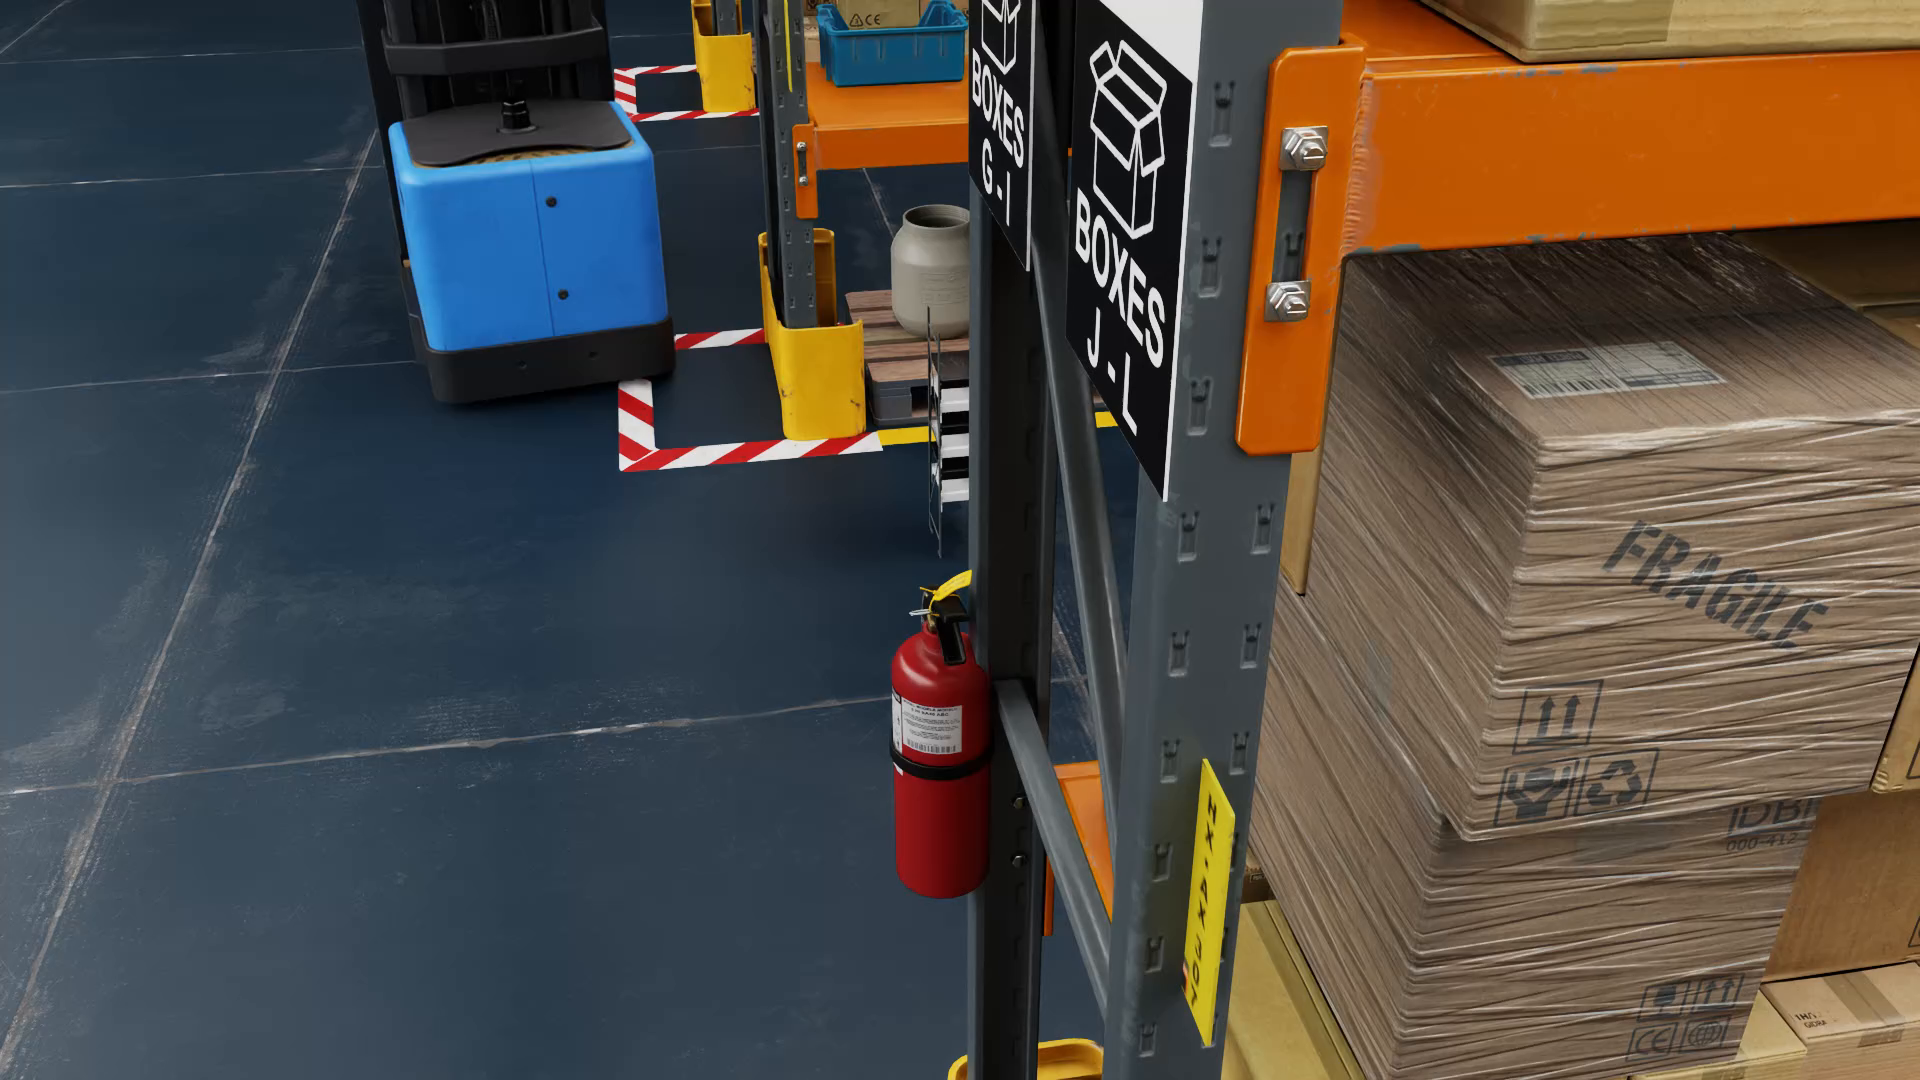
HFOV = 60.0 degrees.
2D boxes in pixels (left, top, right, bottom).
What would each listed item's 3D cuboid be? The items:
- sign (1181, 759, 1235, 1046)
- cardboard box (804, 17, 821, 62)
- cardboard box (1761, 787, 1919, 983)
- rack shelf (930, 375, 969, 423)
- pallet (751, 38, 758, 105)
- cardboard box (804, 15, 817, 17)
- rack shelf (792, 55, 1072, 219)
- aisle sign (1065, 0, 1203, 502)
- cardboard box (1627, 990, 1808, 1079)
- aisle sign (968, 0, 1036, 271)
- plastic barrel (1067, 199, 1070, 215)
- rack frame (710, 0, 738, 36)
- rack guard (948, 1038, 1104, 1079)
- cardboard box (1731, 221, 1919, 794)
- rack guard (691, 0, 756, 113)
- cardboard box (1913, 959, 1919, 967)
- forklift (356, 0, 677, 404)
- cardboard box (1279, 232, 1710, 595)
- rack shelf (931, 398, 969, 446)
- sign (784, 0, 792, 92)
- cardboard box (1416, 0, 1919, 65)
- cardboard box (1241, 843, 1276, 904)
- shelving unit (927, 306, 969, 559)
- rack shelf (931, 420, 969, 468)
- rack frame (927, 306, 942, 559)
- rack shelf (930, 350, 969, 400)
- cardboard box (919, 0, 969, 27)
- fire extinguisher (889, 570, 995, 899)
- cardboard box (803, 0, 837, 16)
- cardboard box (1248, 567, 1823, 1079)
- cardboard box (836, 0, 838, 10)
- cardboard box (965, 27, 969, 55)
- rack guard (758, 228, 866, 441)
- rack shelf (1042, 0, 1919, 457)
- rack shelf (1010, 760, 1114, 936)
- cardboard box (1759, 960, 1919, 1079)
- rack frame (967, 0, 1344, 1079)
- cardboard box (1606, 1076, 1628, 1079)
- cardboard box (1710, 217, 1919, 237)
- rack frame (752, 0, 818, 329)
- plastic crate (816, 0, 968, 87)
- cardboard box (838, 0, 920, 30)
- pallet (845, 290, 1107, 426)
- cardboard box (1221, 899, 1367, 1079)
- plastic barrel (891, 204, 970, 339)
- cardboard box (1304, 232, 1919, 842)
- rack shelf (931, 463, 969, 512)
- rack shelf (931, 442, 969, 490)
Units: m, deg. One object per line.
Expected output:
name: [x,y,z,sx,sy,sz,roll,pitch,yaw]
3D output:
sign: [0.262,0.389,1.775,0.005,0.325,0.100,-5,31,-9]
cardboard box: [-1.049,-3.381,11.340,0.500,0.250,0.500,-5,31,-9]
cardboard box: [1.180,0.178,2.595,0.500,0.500,0.875,-5,31,-9]
rack shelf: [0.008,-0.515,5.949,0.200,0.077,0.258,-5,31,-9]
pallet: [-0.872,-3.336,11.716,1.213,0.211,1.003,-5,31,-9]
cardboard box: [-1.142,-3.640,11.779,0.500,0.250,0.500,-5,31,-9]
rack shelf: [1.239,-1.850,7.147,4.000,0.370,1.077,-5,31,-9]
aisle sign: [0.157,-0.474,1.531,0.004,0.787,0.394,-5,31,-9]
cardboard box: [0.986,0.664,2.409,0.250,0.149,0.380,-5,31,-9]
aisle sign: [0.049,-0.773,2.040,0.004,0.787,0.394,-5,31,-9]
plastic barrel: [0.399,-1.230,7.423,0.421,0.512,0.421,0,30,0]
rack frame: [-1.616,-4.448,10.855,0.127,3.000,1.000,-5,31,-9]
rack guard: [0.239,1.562,3.100,0.348,0.500,1.175,-5,31,-9]
cardboard box: [1.247,-0.067,2.026,0.500,0.500,0.500,-5,31,-9]
rack guard: [-1.640,-3.368,11.485,0.348,0.500,1.175,-5,31,-9]
cardboard box: [1.475,0.612,2.498,0.250,0.149,0.380,-5,31,-9]
forklift: [-2.255,-2.578,7.742,1.130,2.935,3.031,-11,32,-17]
cardboard box: [0.661,-0.284,2.395,0.500,0.500,0.500,-5,31,-9]
rack shelf: [0.008,-0.437,5.994,0.200,0.077,0.258,-5,31,-9]
sign: [-0.633,-1.822,6.117,0.005,0.325,0.100,-5,31,-9]
cardboard box: [0.685,-0.652,1.588,0.500,0.250,0.500,-4,31,-7]
cardboard box: [0.407,0.471,2.737,0.250,0.149,0.380,-5,31,-9]
shelving unit: [0.008,-0.389,6.023,0.210,0.900,0.258,-5,31,-9]
rack shelf: [0.008,-0.360,6.040,0.200,0.077,0.258,-5,31,-9]
rack frame: [-0.092,-0.379,6.007,0.006,0.900,0.240,-5,31,-9]
rack shelf: [0.008,-0.593,5.903,0.200,0.077,0.258,-5,31,-9]
cardboard box: [-0.068,-3.803,11.318,0.500,0.500,0.500,-5,31,-9]
fire extinguisher: [-0.031,0.306,2.847,0.183,0.674,0.296,-5,31,-9]
cardboard box: [-1.142,-3.964,11.591,0.500,0.500,0.500,-5,31,-9]
cardboard box: [0.710,0.284,2.416,0.500,0.500,0.875,-5,31,-9]
cardboard box: [-0.652,-3.691,11.867,0.500,0.250,0.500,-5,31,-9]
cardboard box: [-0.066,-3.474,11.498,0.500,0.250,0.500,-5,31,-9]
rack guard: [-0.662,-0.931,7.339,0.348,0.500,1.175,-5,31,-9]
rack shelf: [2.132,-0.674,2.187,4.000,0.370,1.077,-5,31,-9]
rack shelf: [2.132,0.619,2.947,4.000,0.370,1.077,-5,31,-9]
cardboard box: [1.228,0.631,2.465,0.250,0.149,0.380,-5,31,-9]
rack frame: [0.165,0.493,2.452,0.053,2.616,0.949,-5,31,-9]
cardboard box: [0.737,0.680,2.383,0.250,0.149,0.380,-5,31,-9]
cardboard box: [1.152,-0.333,2.478,0.500,0.500,0.500,-5,31,-9]
rack frame: [-0.728,-1.978,6.654,0.127,3.000,1.000,-5,31,-9]
plastic crate: [-0.289,-2.108,7.023,0.616,0.251,0.499,-5,31,-9]
cardboard box: [-0.557,-3.751,11.229,0.500,0.500,0.500,-5,31,-9]
pallet: [0.138,-0.878,7.534,1.213,0.211,1.003,-5,31,-9]
cardboard box: [0.488,0.693,2.360,0.250,0.149,0.380,-5,31,-9]
plastic barrel: [-0.094,-1.184,7.345,0.421,0.512,0.421,0,30,0]
cardboard box: [0.754,-0.025,1.954,0.500,0.500,0.500,-5,31,-9]
rack shelf: [0.008,-0.205,6.131,0.200,0.077,0.258,-5,31,-9]
rack shelf: [0.008,-0.282,6.086,0.200,0.077,0.258,-5,31,-9]
